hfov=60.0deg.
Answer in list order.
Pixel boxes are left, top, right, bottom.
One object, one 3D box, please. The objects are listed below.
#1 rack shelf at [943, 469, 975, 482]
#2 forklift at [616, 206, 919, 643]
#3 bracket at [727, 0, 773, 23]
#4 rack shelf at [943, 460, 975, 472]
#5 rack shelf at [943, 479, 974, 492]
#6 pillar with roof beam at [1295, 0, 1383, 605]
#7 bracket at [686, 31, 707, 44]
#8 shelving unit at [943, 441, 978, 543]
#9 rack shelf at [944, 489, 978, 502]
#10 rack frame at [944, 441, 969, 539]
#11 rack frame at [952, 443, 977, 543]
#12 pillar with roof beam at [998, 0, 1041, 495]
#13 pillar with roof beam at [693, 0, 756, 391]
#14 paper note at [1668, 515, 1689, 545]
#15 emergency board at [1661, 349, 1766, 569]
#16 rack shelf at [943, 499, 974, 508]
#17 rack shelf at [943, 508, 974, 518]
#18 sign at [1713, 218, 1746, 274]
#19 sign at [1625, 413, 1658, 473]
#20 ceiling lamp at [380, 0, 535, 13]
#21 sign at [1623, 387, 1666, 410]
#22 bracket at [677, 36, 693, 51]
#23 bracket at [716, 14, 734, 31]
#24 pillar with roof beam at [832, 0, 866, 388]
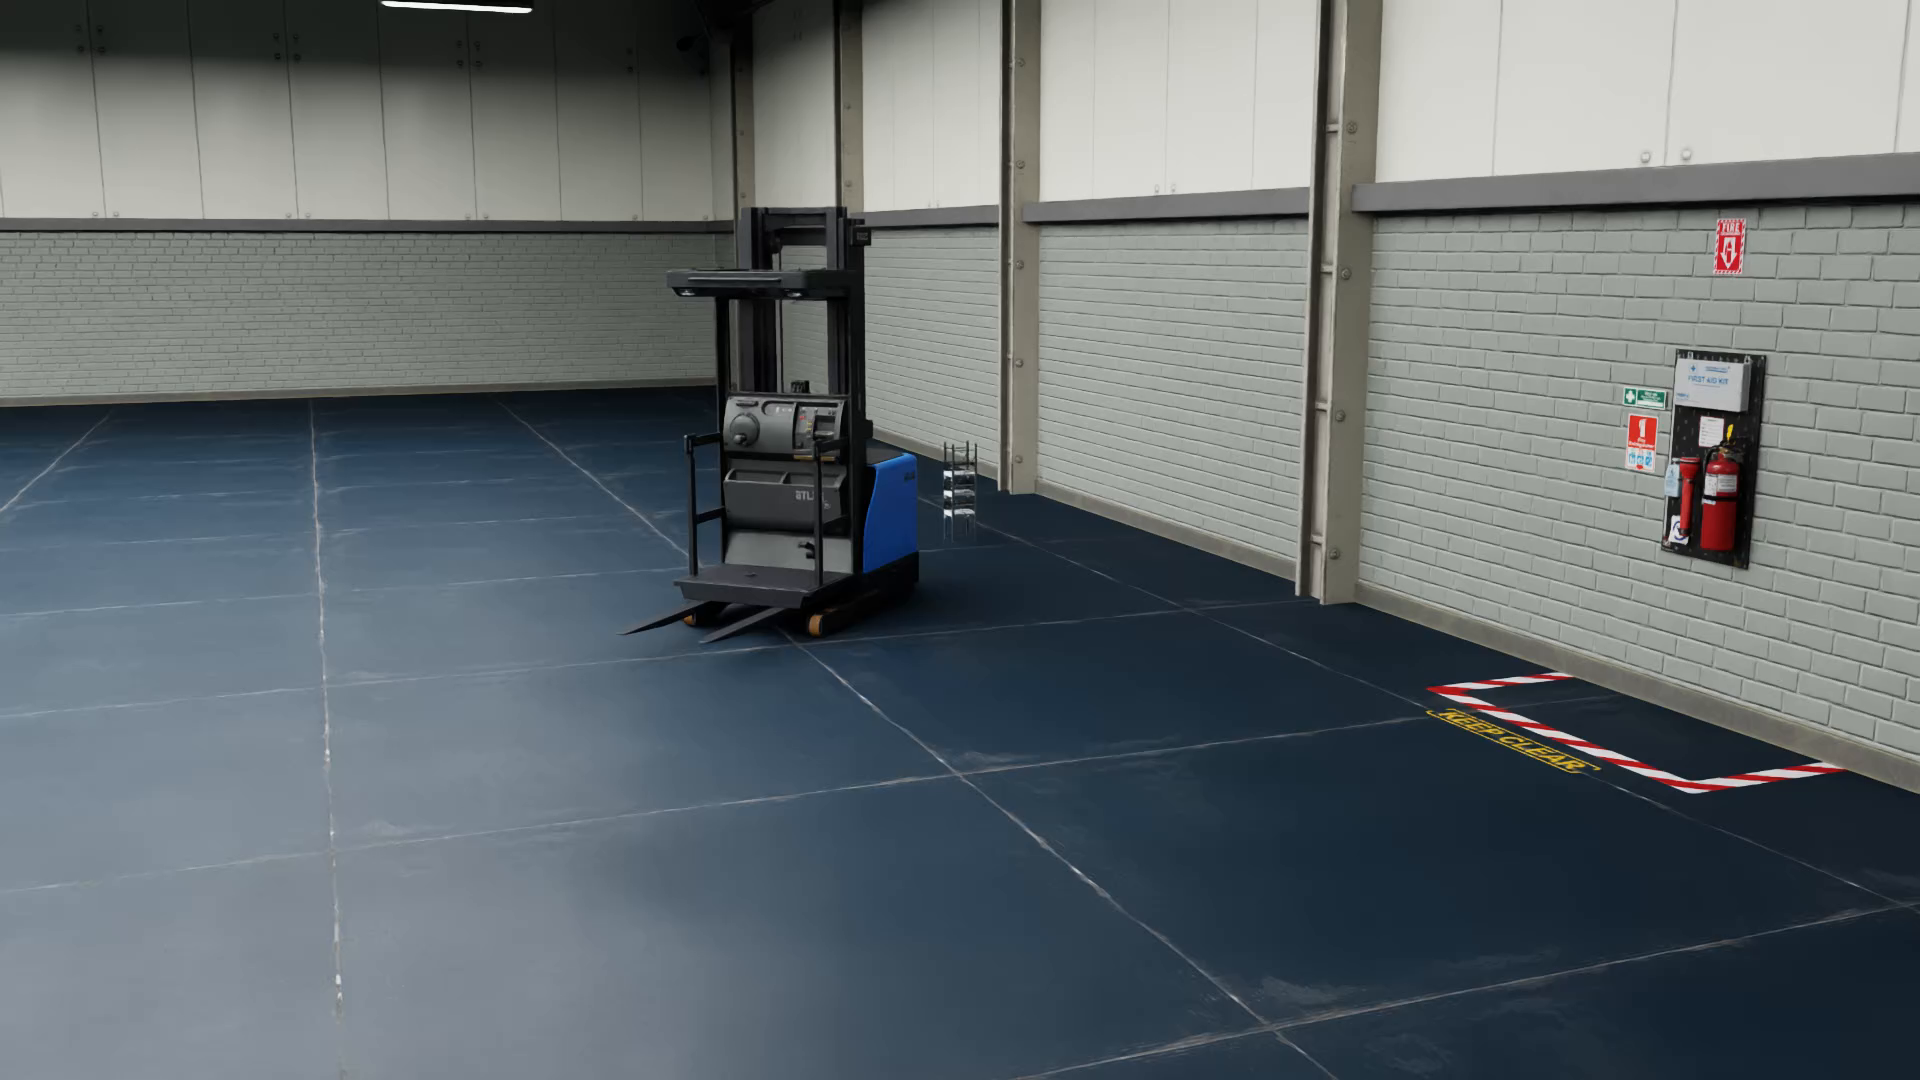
[{"bbox_3d":[0.003,-0.586,15.138,0.258,0.077,0.200,-4,11,-21],"label":"rack shelf"},{"bbox_3d":[-1.333,-0.852,11.668,1.130,2.935,3.031,4,11,21],"label":"forklift"},{"bbox_3d":[-2.963,-8.185,25.289,0.076,0.066,4.783,-4,11,-21],"label":"bracket"},{"bbox_3d":[0.003,-0.675,15.122,0.258,0.077,0.200,-4,11,-21],"label":"rack shelf"},{"bbox_3d":[0.003,-0.498,15.154,0.258,0.077,0.200,-4,11,-21],"label":"rack shelf"},{"bbox_3d":[-1.206,-3.712,10.422,9.100,9.000,0.400,-4,11,-21],"label":"pillar with roof beam"},{"bbox_3d":[-4.842,-9.031,30.047,0.076,0.066,3.189,-4,11,-21],"label":"bracket"},{"bbox_3d":[0.003,-0.442,15.164,0.258,0.900,0.210,-4,11,-21],"label":"shelving unit"},{"bbox_3d":[0.003,-0.409,15.170,0.258,0.077,0.200,-4,11,-21],"label":"rack shelf"},{"bbox_3d":[-0.034,-0.458,15.257,0.240,0.900,0.006,-4,11,-21],"label":"rack frame"},{"bbox_3d":[0.040,-0.425,15.070,0.240,0.900,0.006,-4,11,-21],"label":"rack frame"},{"bbox_3d":[-3.380,-4.691,15.928,9.100,9.000,0.400,-4,11,-21],"label":"pillar with roof beam"},{"bbox_3d":[-7.729,-6.650,26.940,9.100,9.000,0.548,-4,11,-21],"label":"pillar with roof beam"},{"bbox_3d":[4.121,-0.058,9.523,0.016,0.148,0.142,-4,11,-21],"label":"paper note"},{"bbox_3d":[4.121,-0.458,9.259,0.194,1.169,0.643,-4,11,-21],"label":"emergency board"},{"bbox_3d":[0.003,-0.320,15.185,0.258,0.077,0.200,-4,11,-21],"label":"rack shelf"},{"bbox_3d":[0.003,-0.232,15.201,0.258,0.077,0.200,-4,11,-21],"label":"rack shelf"},{"bbox_3d":[4.211,-1.607,9.099,0.001,0.298,0.199,-4,11,-21],"label":"sign"},{"bbox_3d":[4.016,-0.572,9.800,0.001,0.329,0.234,-4,11,-21],"label":"sign"},{"bbox_3d":[-6.939,-8.852,22.649,2.000,3.185,0.800,-4,11,-21],"label":"ceiling lamp"},{"bbox_3d":[4.010,-0.832,9.747,0.001,0.109,0.331,-4,11,-21],"label":"sign"},{"bbox_3d":[-5.056,-9.127,30.589,0.235,0.232,0.430,-4,11,-21],"label":"bracket"},{"bbox_3d":[-3.897,-8.605,27.653,0.235,0.232,0.430,-4,11,-21],"label":"bracket"},{"bbox_3d":[-5.554,-5.671,21.434,9.100,9.000,0.400,-4,11,-21],"label":"pillar with roof beam"}]
